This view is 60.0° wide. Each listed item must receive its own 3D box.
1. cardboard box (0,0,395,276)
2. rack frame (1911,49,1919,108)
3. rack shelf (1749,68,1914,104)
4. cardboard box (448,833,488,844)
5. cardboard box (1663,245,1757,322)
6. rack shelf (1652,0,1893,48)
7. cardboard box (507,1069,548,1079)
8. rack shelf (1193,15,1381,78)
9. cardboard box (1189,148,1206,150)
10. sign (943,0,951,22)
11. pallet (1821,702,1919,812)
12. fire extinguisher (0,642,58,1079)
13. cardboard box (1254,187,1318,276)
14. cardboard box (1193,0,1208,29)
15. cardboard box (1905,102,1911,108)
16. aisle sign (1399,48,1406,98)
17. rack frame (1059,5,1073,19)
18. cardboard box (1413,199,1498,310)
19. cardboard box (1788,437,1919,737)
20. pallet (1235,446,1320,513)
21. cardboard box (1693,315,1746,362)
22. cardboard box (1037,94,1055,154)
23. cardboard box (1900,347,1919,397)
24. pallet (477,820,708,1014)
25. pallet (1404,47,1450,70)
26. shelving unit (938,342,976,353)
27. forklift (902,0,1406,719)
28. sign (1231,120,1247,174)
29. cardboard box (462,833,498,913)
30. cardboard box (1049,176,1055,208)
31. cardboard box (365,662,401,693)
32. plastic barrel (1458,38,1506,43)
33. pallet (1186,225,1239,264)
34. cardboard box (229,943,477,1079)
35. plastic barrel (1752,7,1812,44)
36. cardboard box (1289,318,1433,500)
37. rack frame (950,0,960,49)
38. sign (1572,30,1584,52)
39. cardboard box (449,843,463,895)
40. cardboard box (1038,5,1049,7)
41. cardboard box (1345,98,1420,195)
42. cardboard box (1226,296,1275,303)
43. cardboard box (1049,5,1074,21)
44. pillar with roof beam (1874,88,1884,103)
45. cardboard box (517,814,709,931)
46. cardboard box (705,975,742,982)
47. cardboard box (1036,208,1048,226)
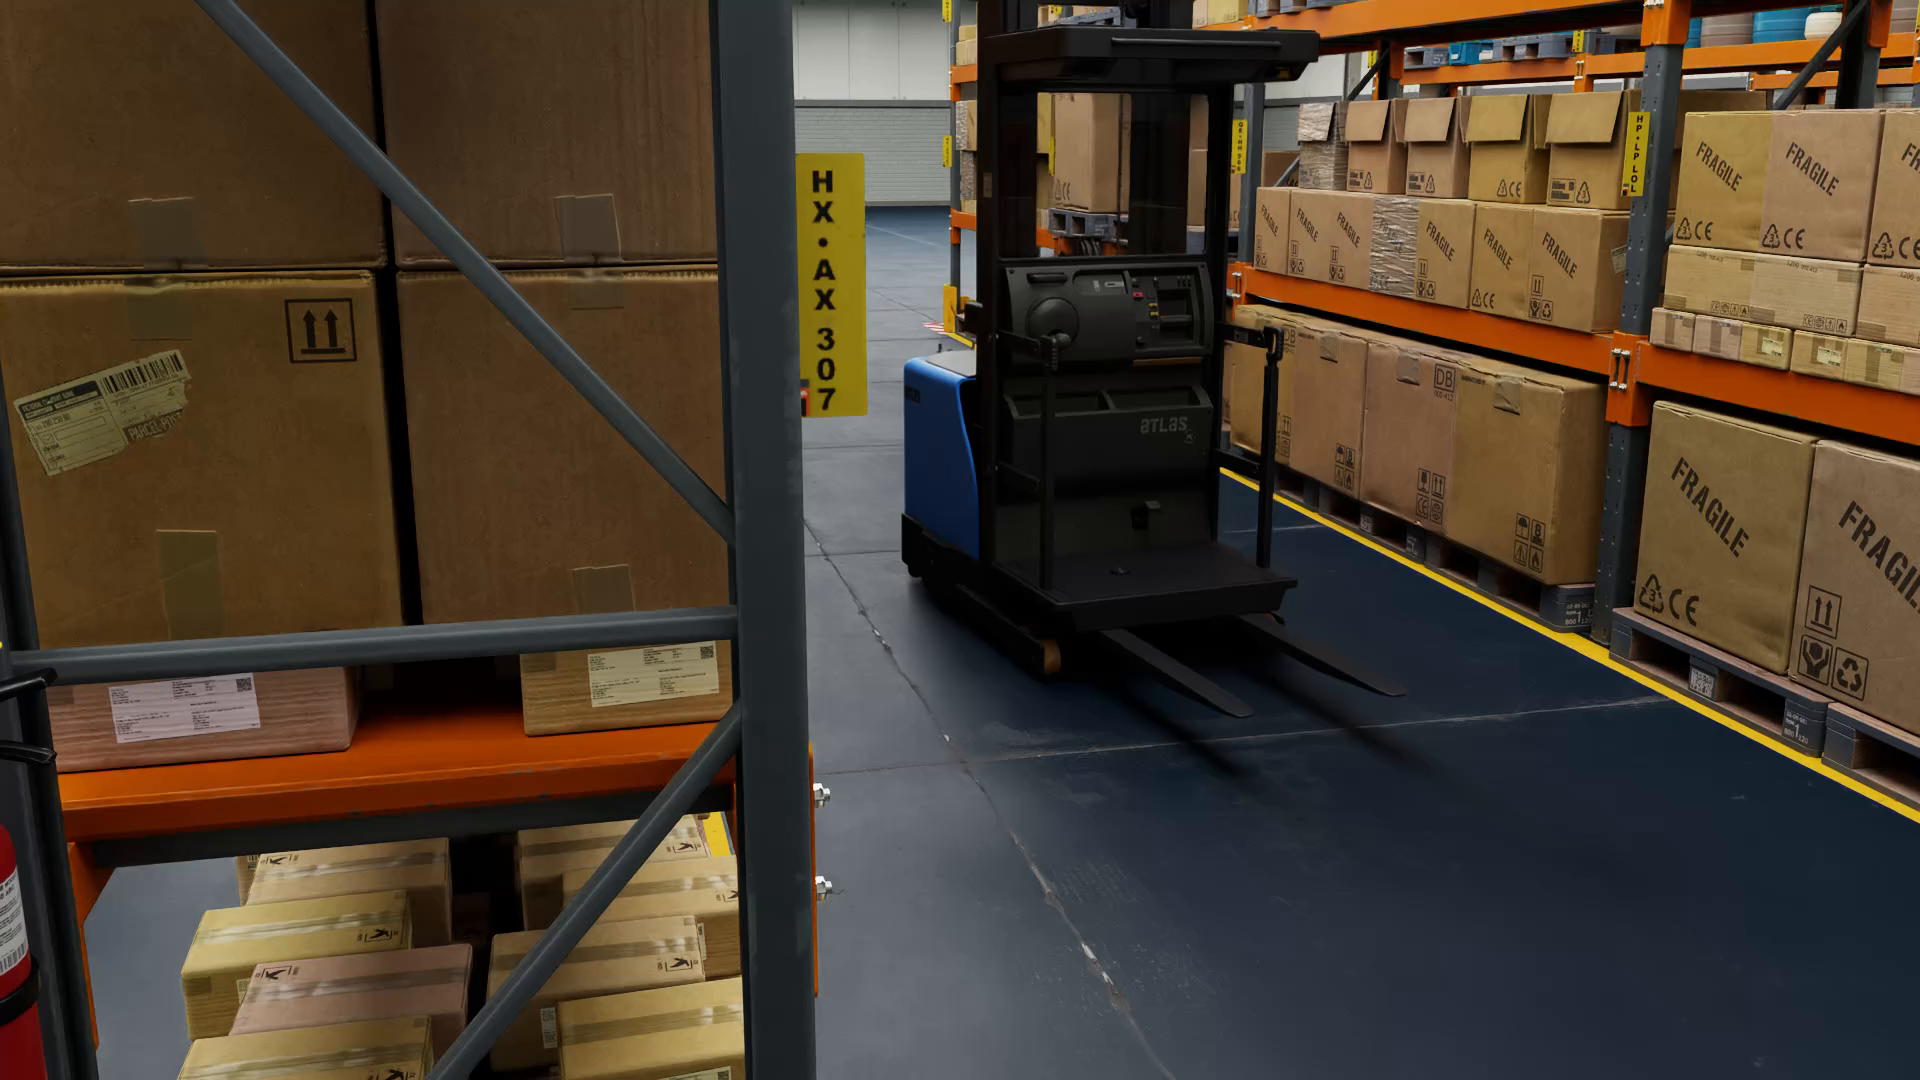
[{"bbox_3d":[-1.043,-0.634,2.259,0.500,0.500,0.500,-4,14,-14],"label":"cardboard box"},{"bbox_3d":[7.086,-2.239,11.769,1.000,3.000,0.127,-3,14,-13],"label":"rack frame"},{"bbox_3d":[10.493,-5.006,18.291,1.077,0.370,4.000,-3,14,-13],"label":"rack shelf"},{"bbox_3d":[-1.323,0.617,3.949,0.380,0.149,0.250,-4,14,-15],"label":"cardboard box"},{"bbox_3d":[3.067,-0.988,6.342,0.500,0.250,0.500,-4,14,-14],"label":"cardboard box"},{"bbox_3d":[3.681,-1.686,4.703,1.077,0.370,4.000,-3,14,-13],"label":"rack shelf"},{"bbox_3d":[-0.712,1.066,3.367,0.380,0.149,0.250,-3,14,-13],"label":"cardboard box"},{"bbox_3d":[1.802,-3.532,12.257,1.077,0.370,4.000,-3,14,-13],"label":"rack shelf"},{"bbox_3d":[1.829,-2.745,12.739,0.797,0.503,0.637,-2,14,-7],"label":"cardboard box"},{"bbox_3d":[-0.134,-5.659,17.610,0.100,0.325,0.005,-3,14,-13],"label":"sign"},{"bbox_3d":[3.604,0.777,5.303,1.003,0.211,1.213,-3,14,-13],"label":"pallet"},{"bbox_3d":[-1.084,0.439,1.760,0.296,0.674,0.183,-3,14,-13],"label":"fire extinguisher"},{"bbox_3d":[2.122,-1.884,10.107,0.500,0.500,0.500,-3,14,-12],"label":"cardboard box"},{"bbox_3d":[1.792,-3.556,11.160,0.500,0.250,0.500,-3,14,-13],"label":"cardboard box"},{"bbox_3d":[10.615,-4.449,17.875,0.700,0.500,0.500,-3,14,-13],"label":"cardboard box"},{"bbox_3d":[4.906,-5.347,19.016,0.394,0.787,0.004,-3,14,-13],"label":"aisle sign"},{"bbox_3d":[1.332,-5.800,13.705,1.000,3.000,0.127,-3,14,-13],"label":"rack frame"},{"bbox_3d":[2.597,-1.416,8.191,0.500,0.500,0.500,-3,14,-14],"label":"cardboard box"},{"bbox_3d":[3.500,0.153,5.573,0.875,0.875,0.875,-3,14,-13],"label":"cardboard box"},{"bbox_3d":[2.384,-0.422,10.209,1.003,0.211,1.213,-3,14,-13],"label":"pallet"},{"bbox_3d":[3.019,-0.770,6.289,0.380,0.149,0.250,-4,14,-15],"label":"cardboard box"},{"bbox_3d":[0.959,-3.653,14.613,0.500,0.500,0.500,-3,14,-13],"label":"cardboard box"},{"bbox_3d":[3.262,-0.532,5.313,0.380,0.149,0.250,-3,14,-13],"label":"cardboard box"},{"bbox_3d":[-1.151,1.003,4.377,1.003,0.211,1.213,-3,14,-13],"label":"pallet"},{"bbox_3d":[5.307,-5.253,18.186,1.003,0.211,1.213,-3,14,-13],"label":"pallet"},{"bbox_3d":[0.013,-0.498,8.752,0.215,1.050,0.252,-3,14,-13],"label":"shelving unit"},{"bbox_3d":[0.709,-0.979,6.758,1.130,2.935,3.031,-5,15,-20],"label":"forklift"},{"bbox_3d":[1.747,-2.454,10.379,0.100,0.325,0.005,-3,14,-13],"label":"sign"},{"bbox_3d":[-1.380,0.850,4.251,0.380,0.149,0.250,-3,14,-12],"label":"cardboard box"},{"bbox_3d":[1.287,-3.186,14.808,0.875,0.500,0.500,-3,14,-13],"label":"cardboard box"},{"bbox_3d":[-1.067,0.139,2.566,0.380,0.149,0.250,-3,14,-13],"label":"cardboard box"},{"bbox_3d":[5.599,-5.581,17.848,0.600,0.588,0.600,0,14,0],"label":"plastic barrel"},{"bbox_3d":[2.001,-2.028,11.311,1.213,0.211,1.003,-3,14,-13],"label":"pallet"},{"bbox_3d":[-1.068,0.859,2.960,0.380,0.149,0.250,-3,14,-12],"label":"cardboard box"},{"bbox_3d":[6.785,-4.455,13.465,0.600,0.901,0.708,-3,14,-13],"label":"plastic barrel"},{"bbox_3d":[2.616,-0.768,9.342,1.225,0.875,0.875,-3,14,-13],"label":"cardboard box"},{"bbox_3d":[0.393,-6.722,17.482,1.000,3.000,0.127,-3,14,-13],"label":"rack frame"},{"bbox_3d":[5.610,-4.595,15.074,0.100,0.325,0.005,-3,14,-13],"label":"sign"},{"bbox_3d":[-1.396,0.768,3.958,0.380,0.149,0.250,-3,14,-10],"label":"cardboard box"},{"bbox_3d":[0.979,-4.868,14.321,0.500,0.500,0.500,-4,14,-15],"label":"cardboard box"},{"bbox_3d":[2.578,-2.178,9.199,0.797,0.503,0.637,-3,14,-12],"label":"cardboard box"},{"bbox_3d":[1.951,-1.601,11.919,0.500,0.250,0.500,-2,14,-7],"label":"cardboard box"},{"bbox_3d":[0.975,-4.522,14.272,0.380,0.149,0.250,-3,14,-11],"label":"cardboard box"},{"bbox_3d":[10.249,-8.582,25.092,9.100,9.000,0.400,-3,14,-13],"label":"pillar with roof beam"},{"bbox_3d":[-0.742,0.714,3.555,0.380,0.149,0.250,-4,14,-16],"label":"cardboard box"},{"bbox_3d":[-0.675,0.854,3.605,0.380,0.149,0.250,-3,14,-11],"label":"cardboard box"},{"bbox_3d":[0.779,-2.967,15.281,0.380,0.149,0.250,-3,14,-13],"label":"cardboard box"}]
